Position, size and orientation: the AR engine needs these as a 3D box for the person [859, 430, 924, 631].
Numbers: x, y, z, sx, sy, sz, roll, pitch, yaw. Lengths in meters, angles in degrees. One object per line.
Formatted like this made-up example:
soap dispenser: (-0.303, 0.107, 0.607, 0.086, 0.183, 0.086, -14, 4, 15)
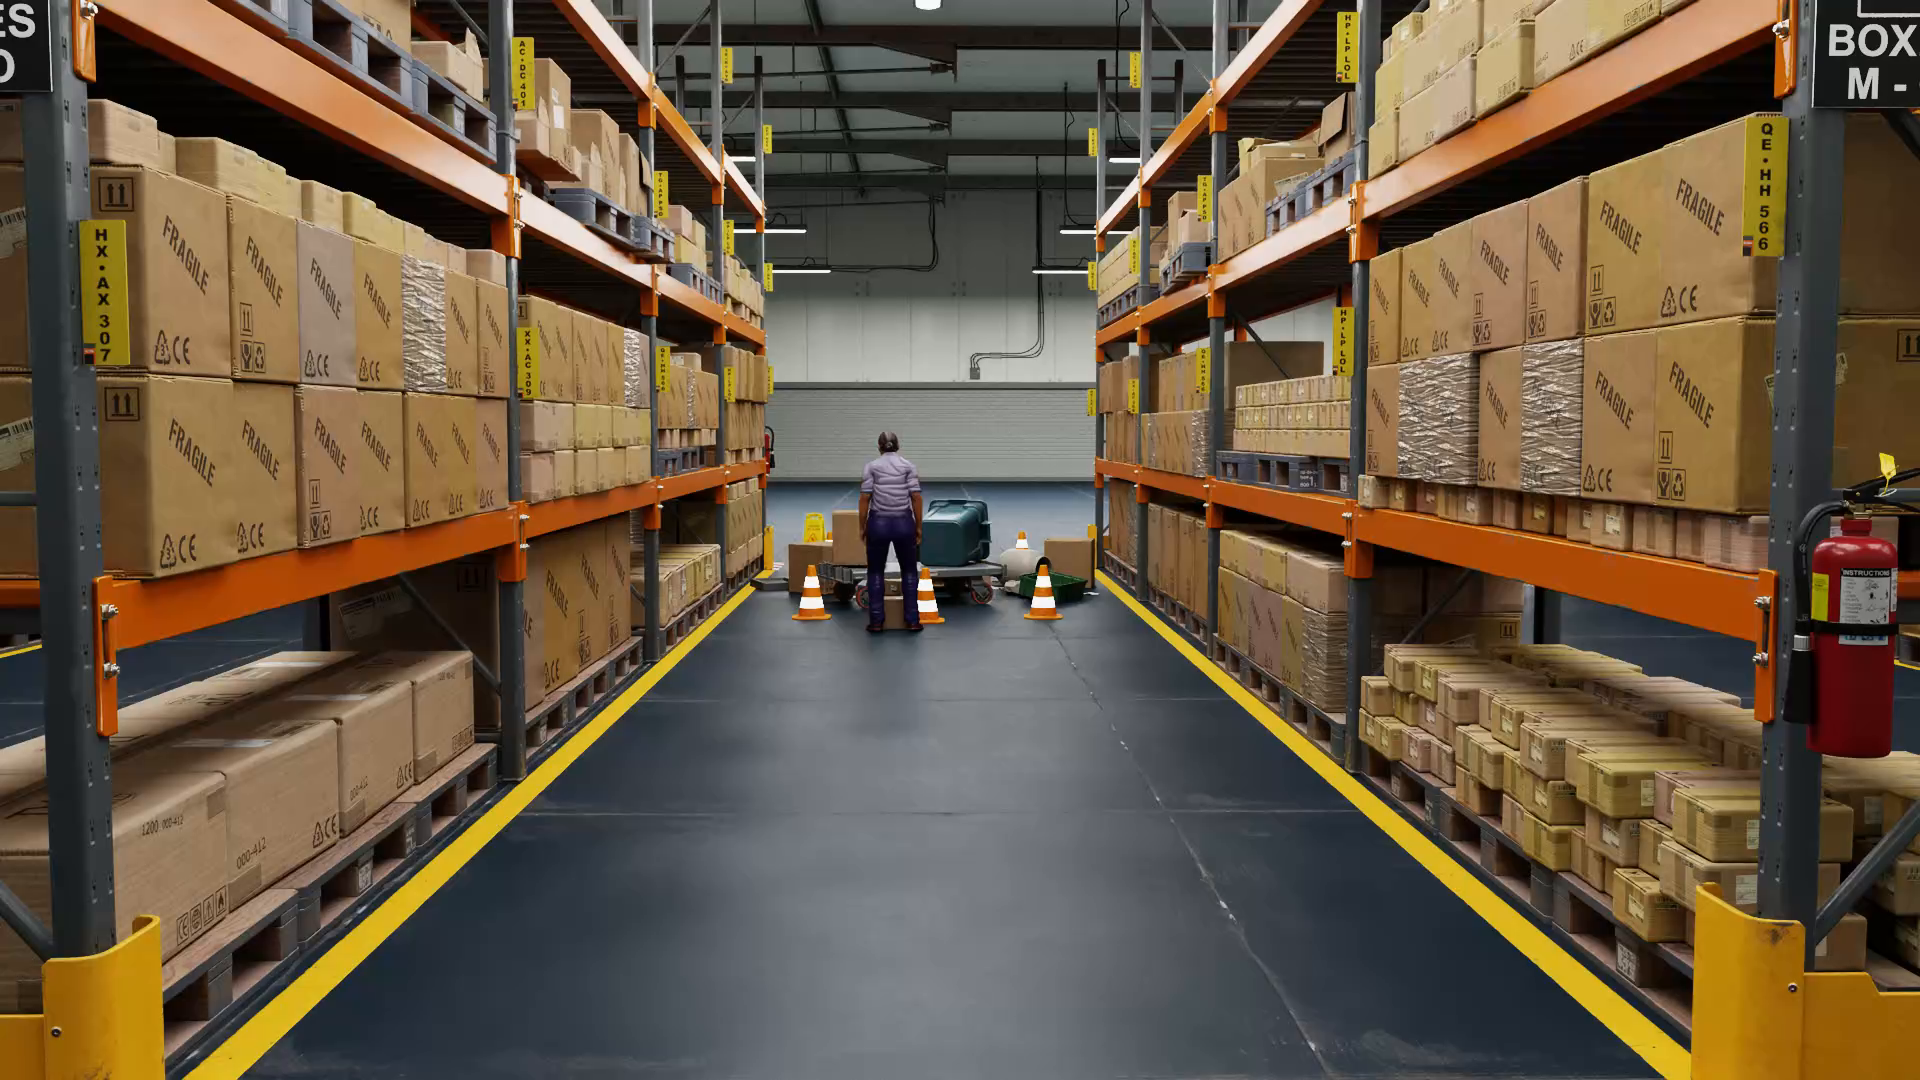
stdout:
person: (-0.562, -0.075, 13.666, 0.538, 1.652, 0.336, 0, 4, -5)
